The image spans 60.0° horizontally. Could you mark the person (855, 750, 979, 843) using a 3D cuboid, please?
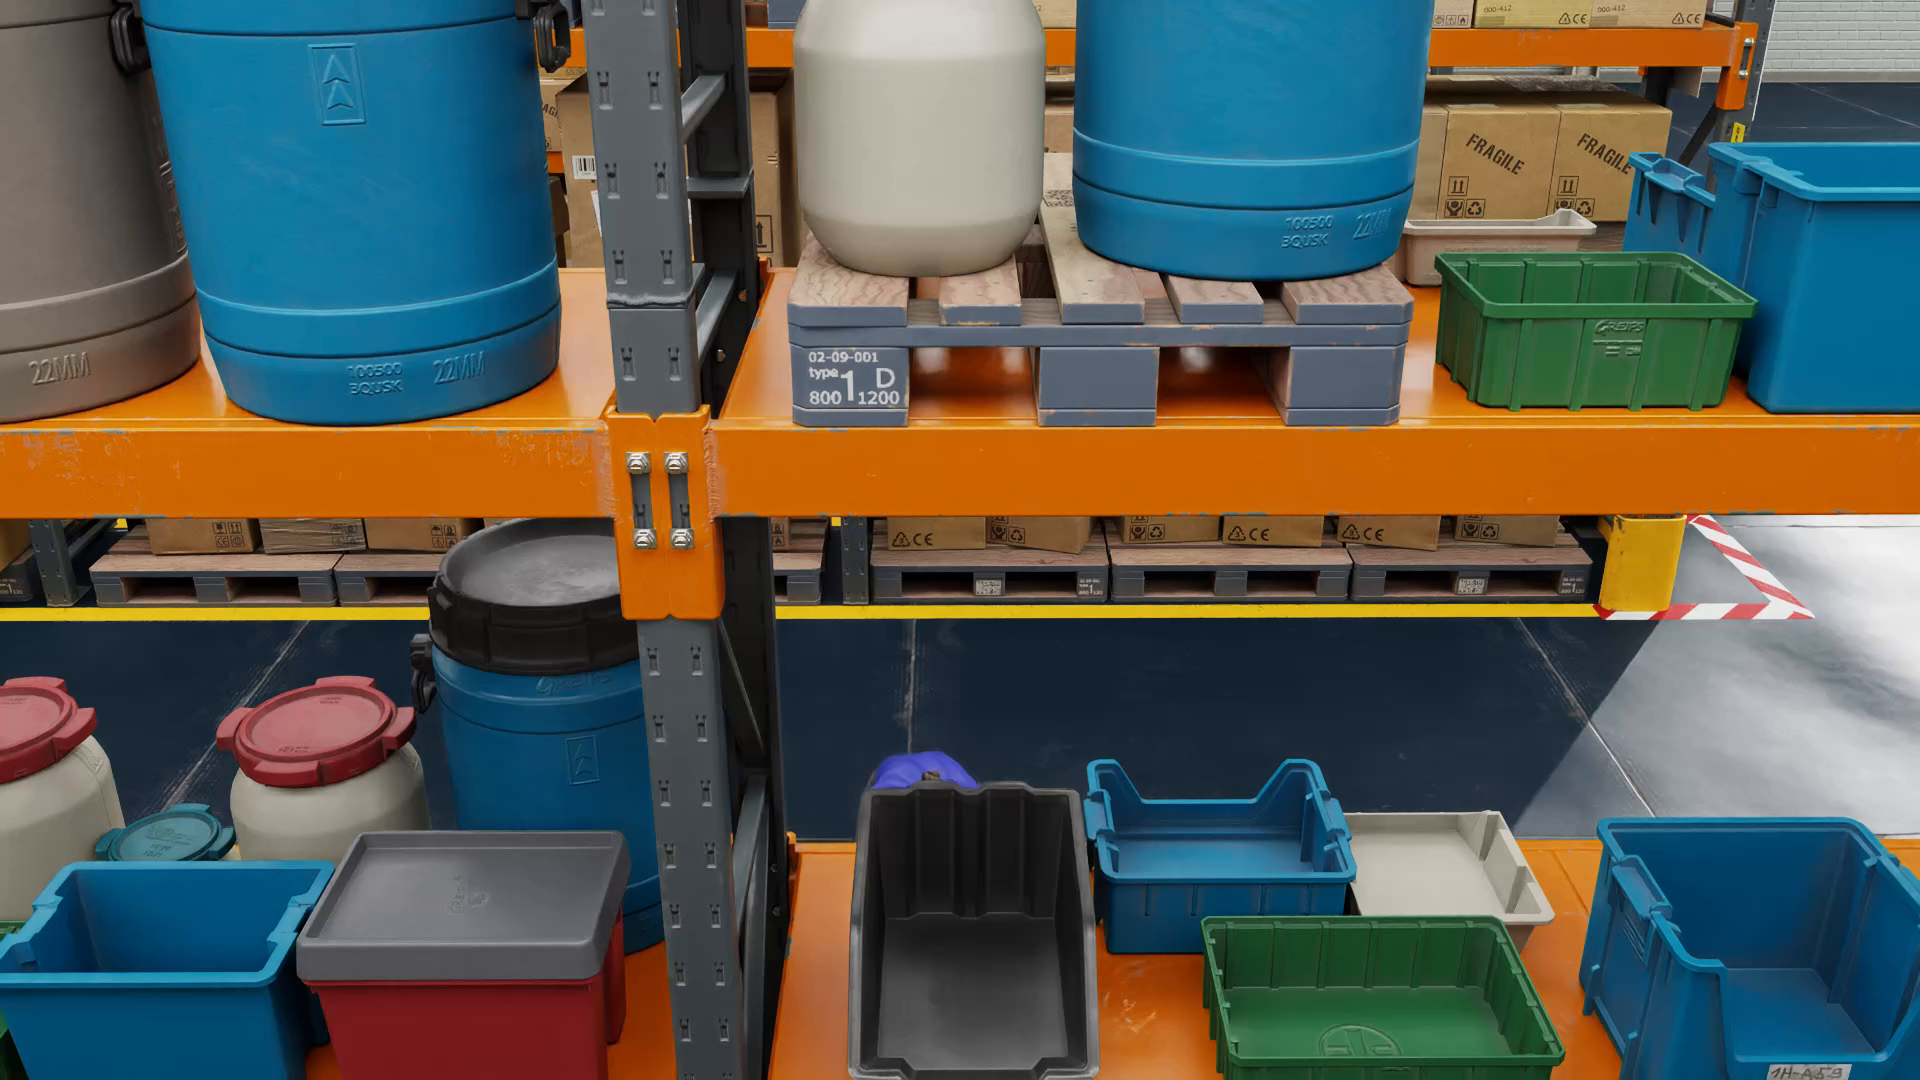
[{"bbox_3d":[-0.152,1.058,5.916,0.471,0.814,0.813,0,24,-1],"label":"person"}]
